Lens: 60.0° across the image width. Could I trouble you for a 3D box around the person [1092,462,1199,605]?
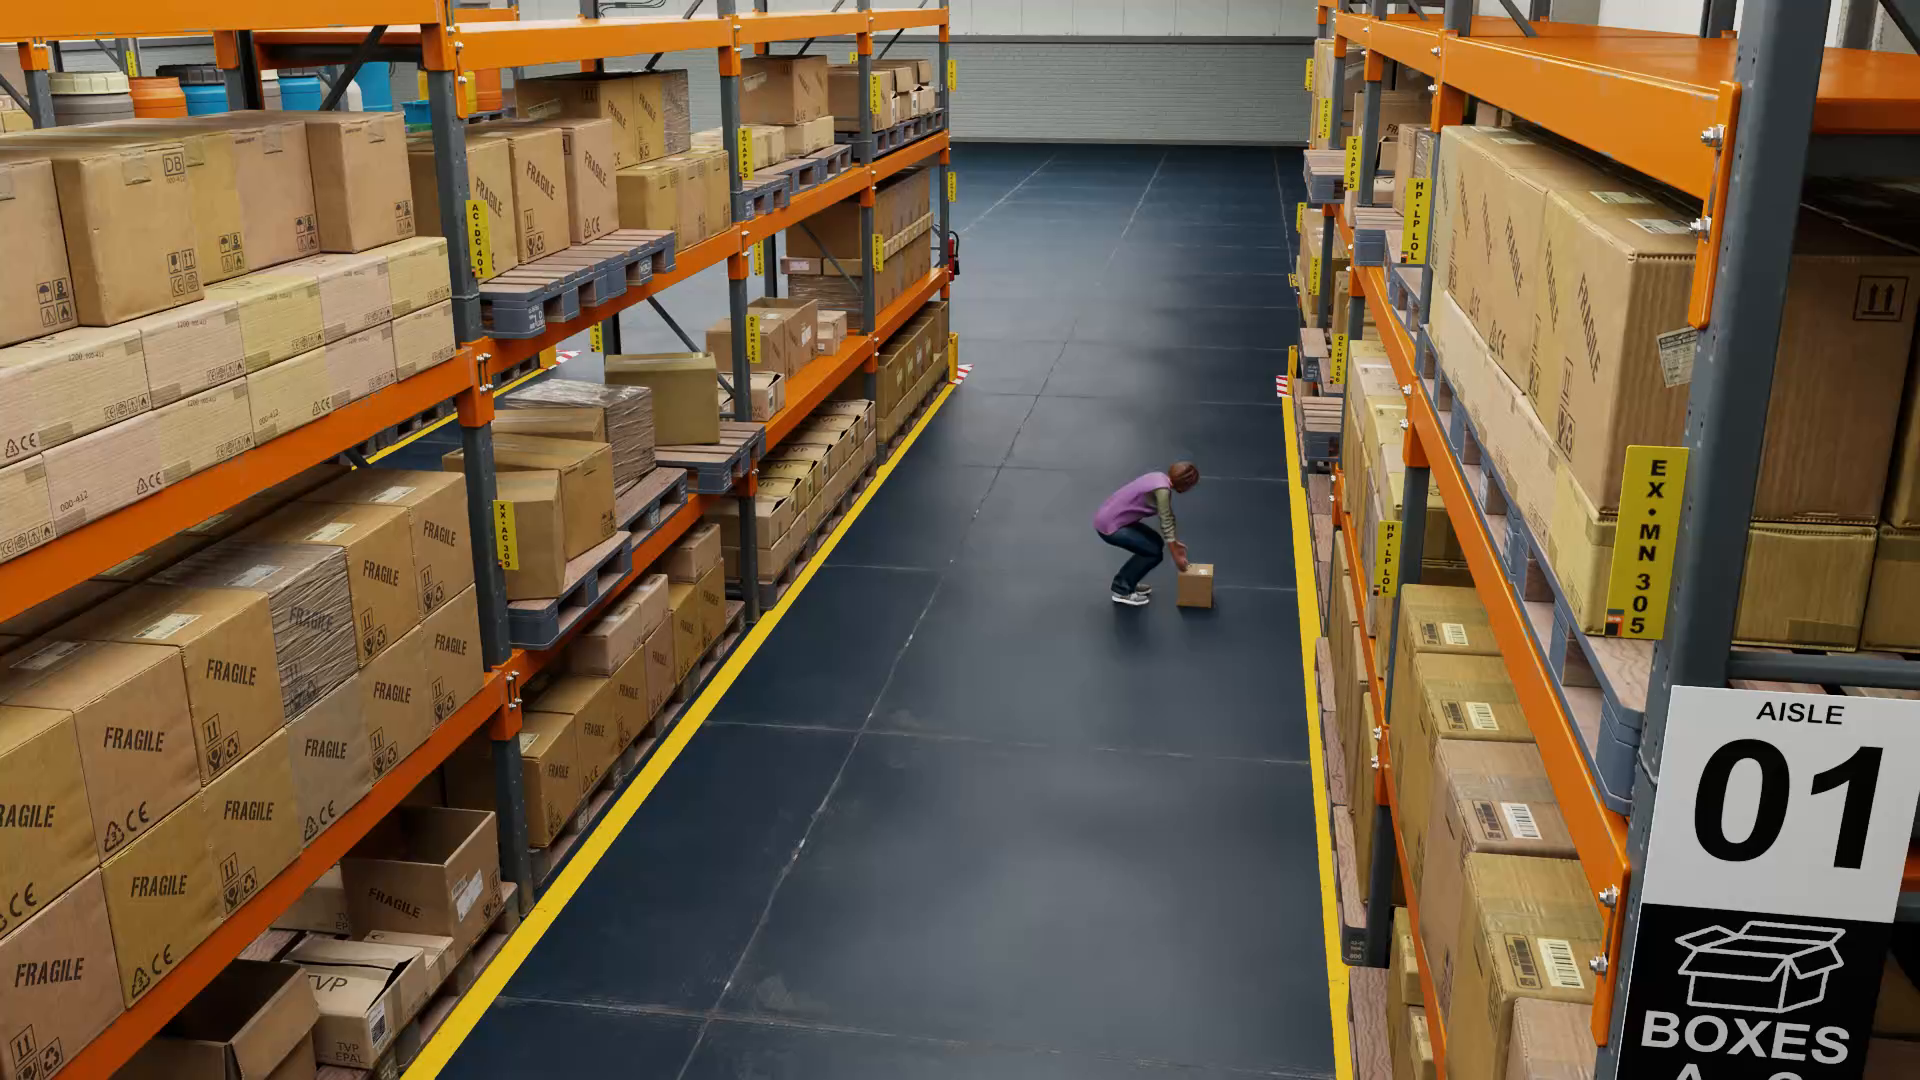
[{"bbox_3d":[1.348,-0.073,12.180,0.762,1.048,0.459,3,18,9],"label":"person"}]
